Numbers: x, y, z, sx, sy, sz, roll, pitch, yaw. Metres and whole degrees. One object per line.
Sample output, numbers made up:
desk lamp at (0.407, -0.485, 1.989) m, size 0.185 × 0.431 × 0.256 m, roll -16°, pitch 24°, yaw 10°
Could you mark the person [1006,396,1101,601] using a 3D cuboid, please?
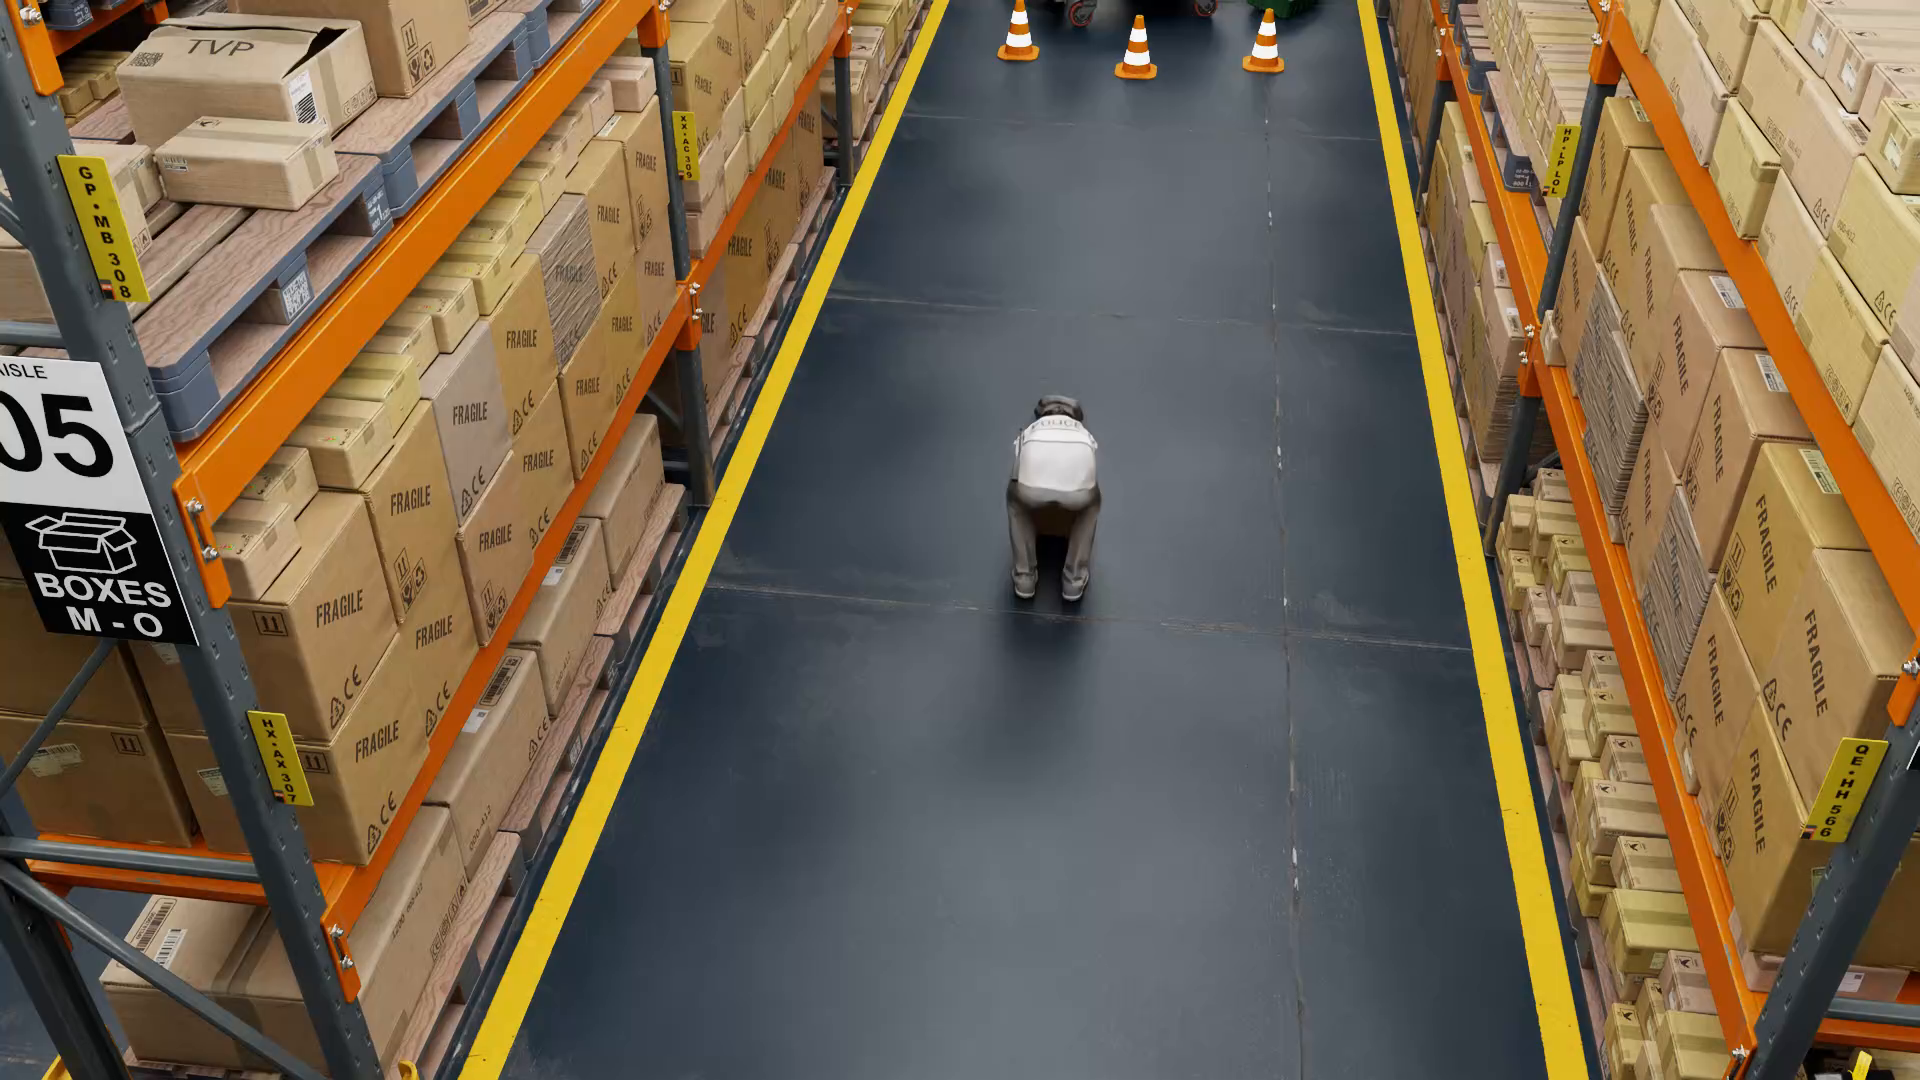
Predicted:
person at (0.452, -0.237, 8.002) m, size 0.458 × 0.903 × 0.882 m, roll 3°, pitch 36°, yaw 4°
